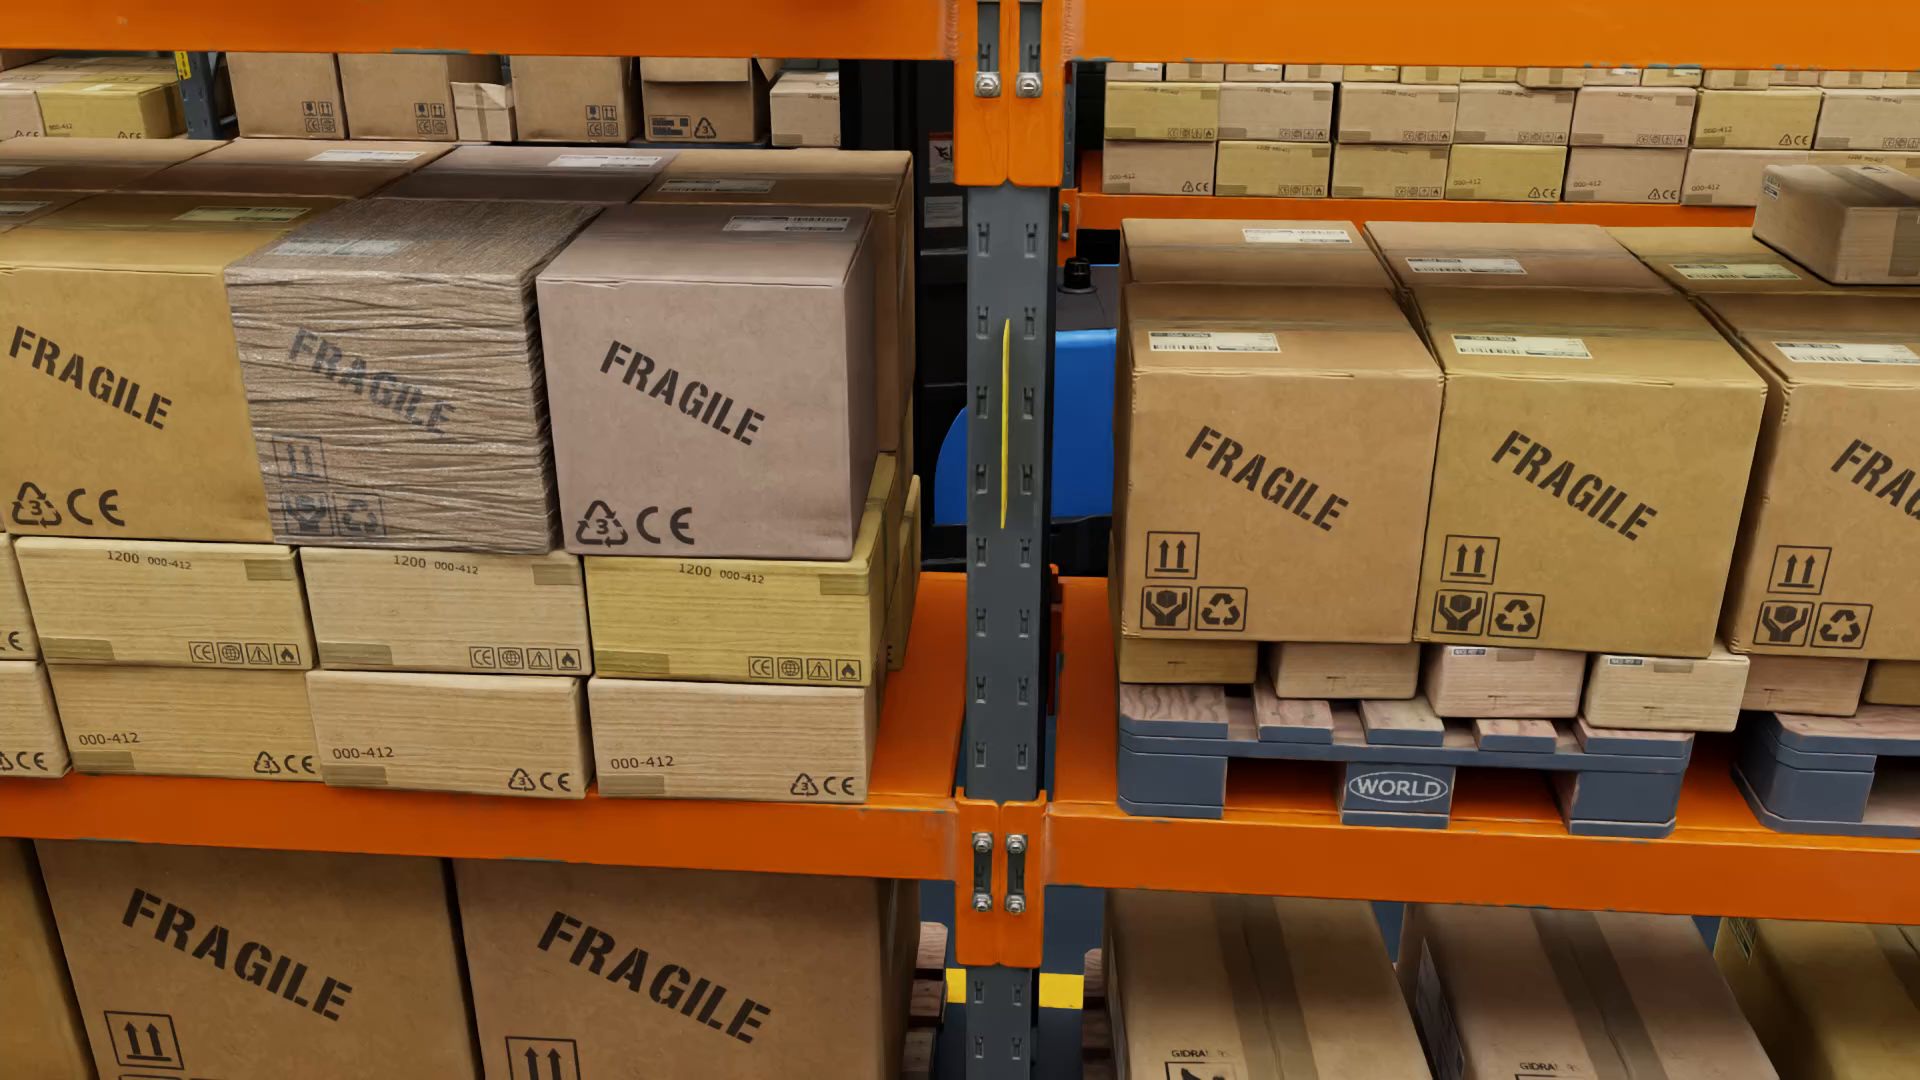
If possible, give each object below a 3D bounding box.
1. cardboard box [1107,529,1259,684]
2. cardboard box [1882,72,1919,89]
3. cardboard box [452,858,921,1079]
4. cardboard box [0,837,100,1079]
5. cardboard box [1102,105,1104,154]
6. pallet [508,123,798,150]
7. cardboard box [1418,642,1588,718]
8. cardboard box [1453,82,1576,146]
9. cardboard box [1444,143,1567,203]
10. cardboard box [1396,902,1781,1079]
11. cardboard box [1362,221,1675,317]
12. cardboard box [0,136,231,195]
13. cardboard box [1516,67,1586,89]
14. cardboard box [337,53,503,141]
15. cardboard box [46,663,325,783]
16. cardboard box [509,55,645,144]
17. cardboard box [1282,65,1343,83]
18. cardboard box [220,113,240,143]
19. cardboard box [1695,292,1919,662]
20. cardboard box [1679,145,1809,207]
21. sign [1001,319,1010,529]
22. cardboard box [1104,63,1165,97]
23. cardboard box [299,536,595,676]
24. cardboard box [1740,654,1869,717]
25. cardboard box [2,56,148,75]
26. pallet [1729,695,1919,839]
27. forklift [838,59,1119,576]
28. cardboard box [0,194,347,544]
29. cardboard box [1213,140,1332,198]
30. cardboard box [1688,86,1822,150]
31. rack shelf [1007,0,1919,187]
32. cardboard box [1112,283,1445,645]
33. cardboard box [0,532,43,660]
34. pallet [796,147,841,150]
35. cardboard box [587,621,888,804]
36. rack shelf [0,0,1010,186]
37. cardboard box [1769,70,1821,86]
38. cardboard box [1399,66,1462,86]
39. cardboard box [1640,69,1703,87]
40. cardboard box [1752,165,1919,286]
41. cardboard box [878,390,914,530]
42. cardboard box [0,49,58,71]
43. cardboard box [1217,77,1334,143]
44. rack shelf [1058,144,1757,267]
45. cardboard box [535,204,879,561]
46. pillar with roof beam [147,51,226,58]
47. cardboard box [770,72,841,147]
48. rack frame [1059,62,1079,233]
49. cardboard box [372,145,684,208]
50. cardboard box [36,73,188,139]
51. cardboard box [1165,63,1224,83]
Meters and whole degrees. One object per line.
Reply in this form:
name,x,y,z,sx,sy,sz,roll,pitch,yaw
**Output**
cardboard box,0.422,0.121,3.197,0.250,0.149,0.380,0,25,1
cardboard box,4.119,-2.090,7.308,0.250,0.149,0.380,3,25,6
cardboard box,-0.570,0.827,3.903,0.875,0.875,0.875,2,25,4
cardboard box,-2.351,0.768,4.032,0.875,0.875,0.875,3,25,6
cardboard box,0.956,-1.983,8.152,0.500,0.250,0.500,1,25,3
pallet,-1.451,-1.933,8.091,1.213,0.211,1.003,2,25,4
cardboard box,0.971,0.172,3.086,0.250,0.149,0.380,0,25,1
cardboard box,2.443,-1.956,7.493,0.500,0.250,0.500,2,25,5
cardboard box,2.444,-1.726,7.592,0.500,0.250,0.500,3,25,6
cardboard box,1.411,1.155,3.793,0.625,0.372,0.950,1,25,3
cardboard box,1.103,-0.351,3.447,0.500,0.500,0.500,1,25,3
cardboard box,-1.874,-0.560,3.563,0.500,0.500,0.500,2,25,5
cardboard box,2.573,-2.095,7.318,0.250,0.149,0.380,1,25,3
cardboard box,-2.518,-2.198,7.817,0.500,0.500,0.700,2,25,5
cardboard box,-1.423,0.237,3.326,0.500,0.250,0.500,2,25,3
cardboard box,-1.736,-2.173,7.762,0.500,0.500,0.700,2,25,4
cardboard box,1.570,-2.158,7.456,0.250,0.149,0.380,2,25,5
cardboard box,-3.814,-2.098,8.522,0.250,0.149,0.380,2,25,4
cardboard box,1.593,-0.123,2.951,0.500,0.500,0.500,2,25,5
cardboard box,3.452,-1.684,7.501,0.500,0.250,0.500,2,25,4
sign,0.073,-0.185,2.679,0.005,0.325,0.100,2,25,4
cardboard box,0.957,-2.220,8.067,0.500,0.250,0.500,2,25,5
cardboard box,-0.902,0.026,3.186,0.500,0.250,0.500,1,25,3
cardboard box,1.490,0.164,3.103,0.250,0.149,0.380,3,25,7
cardboard box,-4.474,-2.296,8.475,0.500,0.250,0.500,2,25,4
pallet,2.089,0.243,3.363,1.213,0.211,1.003,2,25,4
forklift,-0.623,-1.294,6.556,3.031,2.935,1.130,-3,25,-8
cardboard box,-1.430,-0.329,3.061,0.500,0.500,0.500,2,25,4
cardboard box,1.413,-1.757,7.659,0.500,0.250,0.500,1,25,3
cardboard box,3.454,-1.913,7.400,0.500,0.250,0.500,1,25,3
rack shelf,2.106,-0.862,2.808,4.000,0.370,1.077,2,25,4
cardboard box,0.543,-0.151,3.012,0.500,0.500,0.500,1,25,3
cardboard box,-1.932,0.002,3.239,0.500,0.250,0.500,1,25,2
pallet,-0.193,-1.865,7.943,1.003,0.211,1.213,2,25,4
cardboard box,-0.412,0.270,3.255,0.500,0.250,0.500,1,25,2
rack shelf,-1.882,-0.990,3.086,4.000,0.370,1.077,2,25,4
cardboard box,3.620,-2.120,7.374,0.250,0.149,0.380,2,25,4
cardboard box,2.071,-2.130,7.394,0.250,0.149,0.380,2,25,5
cardboard box,3.092,-2.108,7.347,0.250,0.149,0.380,1,25,3
cardboard box,1.765,-0.622,3.259,0.250,0.149,0.380,1,25,1
cardboard box,-0.374,-0.169,3.609,0.500,0.250,0.500,2,25,4
cardboard box,-4.964,-2.654,8.355,0.500,0.500,0.500,1,25,3
cardboard box,1.411,-1.986,7.559,0.500,0.250,0.500,3,25,6
rack shelf,2.483,-1.569,7.931,4.000,0.370,1.077,2,25,4
cardboard box,-0.423,-0.298,2.993,0.500,0.500,0.500,1,25,3
pillar with roof beam,-4.455,-3.416,3.909,0.400,9.000,9.100,2,25,4
cardboard box,-0.588,-1.981,7.644,0.500,0.250,0.500,1,25,2
rack frame,0.488,-1.959,7.920,0.127,3.000,1.000,2,25,4
cardboard box,-0.856,-0.520,3.475,0.500,0.500,0.500,2,25,4
cardboard box,-4.026,-2.069,7.982,0.500,0.250,0.500,2,25,5
cardboard box,1.050,-2.159,7.457,0.250,0.149,0.380,2,25,5
